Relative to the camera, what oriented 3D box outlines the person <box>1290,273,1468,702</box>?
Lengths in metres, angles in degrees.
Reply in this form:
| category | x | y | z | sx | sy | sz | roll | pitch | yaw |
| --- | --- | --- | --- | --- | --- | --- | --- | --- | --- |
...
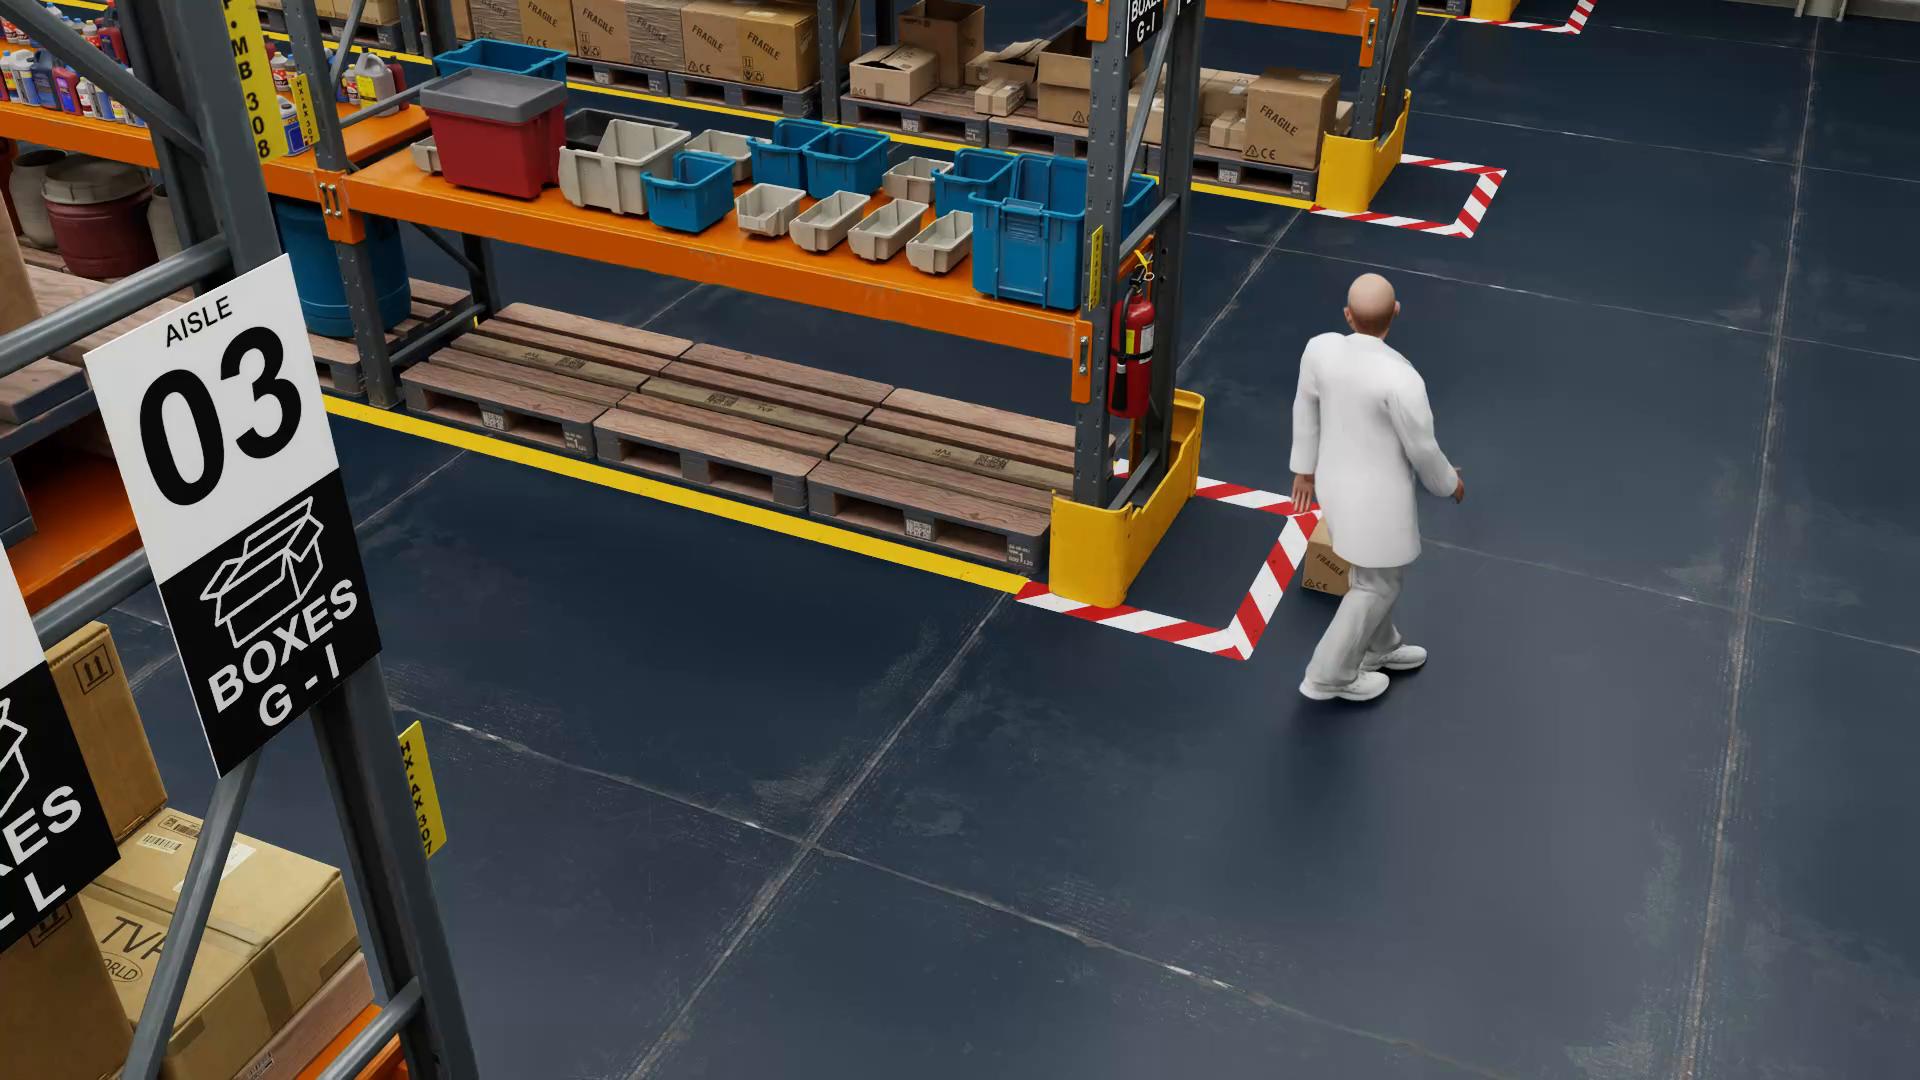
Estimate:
| category | x | y | z | sx | sy | sz | roll | pitch | yaw |
| --- | --- | --- | --- | --- | --- | --- | --- | --- | --- |
| person | 1.612 | -0.160 | 6.491 | 0.678 | 1.660 | 0.607 | -18 | 37 | -25 |
